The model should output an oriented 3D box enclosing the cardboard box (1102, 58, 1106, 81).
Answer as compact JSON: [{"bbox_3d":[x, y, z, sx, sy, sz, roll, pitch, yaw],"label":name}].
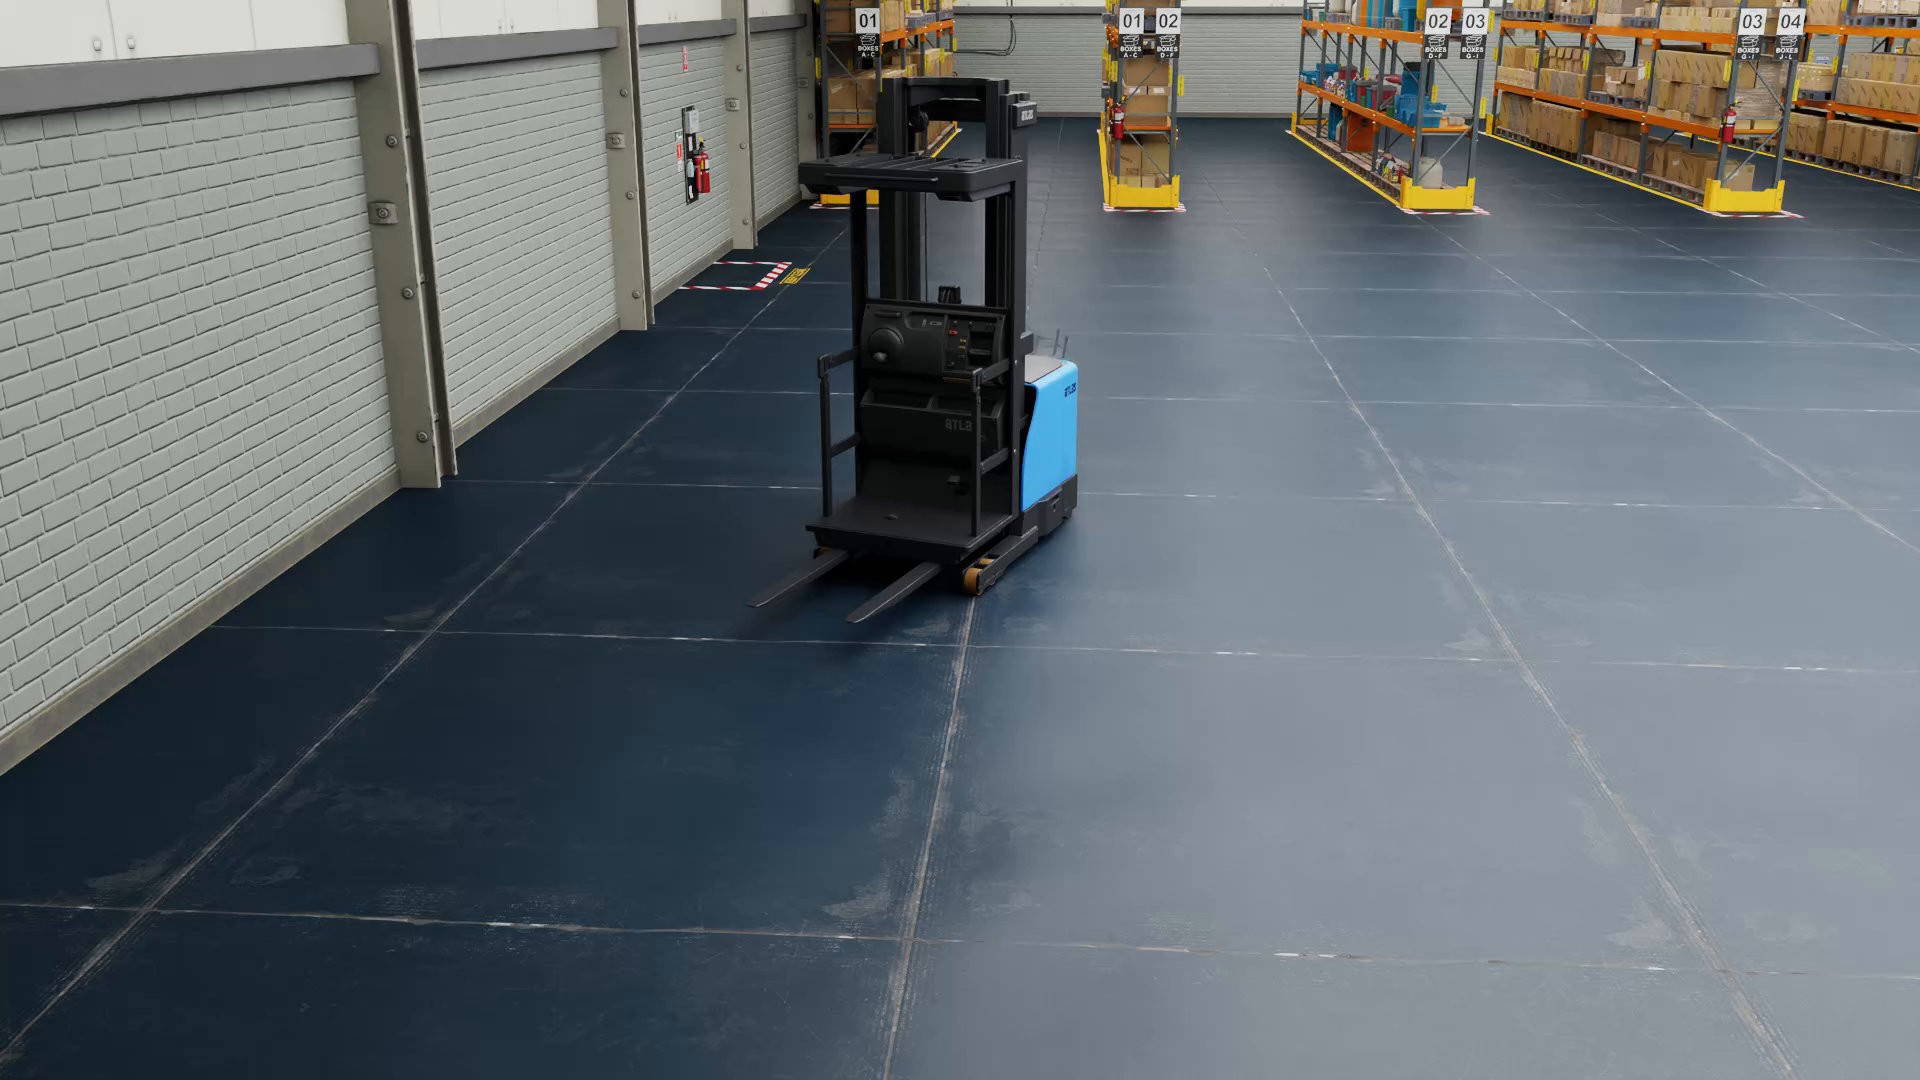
[{"bbox_3d":[3.719,-10.944,38.671,0.700,0.500,0.500,-5,19,-15],"label":"cardboard box"}]

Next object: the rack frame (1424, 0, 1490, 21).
[{"bbox_3d":[8.056,-9.851,26.536,1.000,3.000,0.127,1,18,4],"label":"rack frame"}]

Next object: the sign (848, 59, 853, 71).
[{"bbox_3d":[-2.093,-9.026,31.791,0.100,0.325,0.005,1,18,4],"label":"sign"}]

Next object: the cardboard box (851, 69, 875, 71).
[{"bbox_3d":[-1.781,-8.617,31.409,0.500,0.500,0.500,1,18,3],"label":"cardboard box"}]

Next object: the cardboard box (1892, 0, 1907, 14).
[{"bbox_3d":[18.129,-10.170,31.633,0.500,0.311,0.500,1,18,2],"label":"cardboard box"}]

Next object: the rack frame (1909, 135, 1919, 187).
[{"bbox_3d":[18.223,-7.990,30.491,1.000,3.000,0.127,1,18,4],"label":"rack frame"}]

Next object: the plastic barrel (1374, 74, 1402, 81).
[{"bbox_3d":[8.899,-9.399,34.571,0.600,0.536,0.708,1,18,4],"label":"plastic barrel"}]

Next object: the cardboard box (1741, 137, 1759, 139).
[{"bbox_3d":[18.485,-9.449,38.847,0.380,0.149,0.250,2,18,5],"label":"cardboard box"}]

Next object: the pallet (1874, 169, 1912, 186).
[{"bbox_3d":[18.203,-6.906,31.661,1.003,0.211,1.213,1,18,4],"label":"pallet"}]

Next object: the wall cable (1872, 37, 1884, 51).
[{"bbox_3d":[25.824,-13.845,46.726,0.588,1.984,0.122,1,18,4],"label":"wall cable"}]

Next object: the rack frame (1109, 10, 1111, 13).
[{"bbox_3d":[3.976,-13.690,38.251,1.000,3.000,0.127,1,18,4],"label":"rack frame"}]

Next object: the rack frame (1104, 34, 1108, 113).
[{"bbox_3d":[4.263,-12.082,42.977,1.000,3.000,0.127,1,18,4],"label":"rack frame"}]

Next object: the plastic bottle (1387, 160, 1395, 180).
[{"bbox_3d":[7.814,-6.703,30.111,0.144,0.351,0.185,2,18,6],"label":"plastic bottle"}]

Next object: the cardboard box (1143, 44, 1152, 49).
[{"bbox_3d":[4.290,-11.502,39.442,0.500,0.500,0.500,2,18,5],"label":"cardboard box"}]

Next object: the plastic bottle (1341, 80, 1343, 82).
[{"bbox_3d":[8.589,-10.242,37.563,0.152,0.276,0.135,1,18,4],"label":"plastic bottle"}]

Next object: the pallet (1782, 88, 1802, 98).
[{"bbox_3d":[18.611,-9.757,36.191,1.003,0.211,1.213,1,18,4],"label":"pallet"}]

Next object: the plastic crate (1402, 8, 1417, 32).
[{"bbox_3d":[7.893,-9.017,28.834,0.392,0.384,0.575,1,18,4],"label":"plastic crate"}]

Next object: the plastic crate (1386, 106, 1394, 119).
[{"bbox_3d":[7.964,-7.727,30.027,0.450,0.188,0.662,1,18,4],"label":"plastic crate"}]

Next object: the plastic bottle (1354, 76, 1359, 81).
[{"bbox_3d":[9.020,-10.357,37.793,0.144,0.351,0.185,1,18,4],"label":"plastic bottle"}]

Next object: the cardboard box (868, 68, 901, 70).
[{"bbox_3d":[-1.421,-9.051,32.862,0.700,0.500,0.500,3,18,10],"label":"cardboard box"}]

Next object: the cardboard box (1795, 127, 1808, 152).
[{"bbox_3d":[18.337,-8.616,35.739,0.500,0.500,0.500,2,18,6],"label":"cardboard box"}]

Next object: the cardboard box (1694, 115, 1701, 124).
[{"bbox_3d":[12.884,-7.252,28.642,0.380,0.149,0.250,1,18,4],"label":"cardboard box"}]

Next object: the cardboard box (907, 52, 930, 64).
[{"bbox_3d":[-0.924,-10.563,36.469,0.500,0.250,0.500,1,18,3],"label":"cardboard box"}]

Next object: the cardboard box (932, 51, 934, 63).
[{"bbox_3d":[-0.862,-10.877,37.427,0.500,0.250,0.500,1,18,3],"label":"cardboard box"}]

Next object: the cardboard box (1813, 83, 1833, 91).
[{"bbox_3d":[18.087,-9.476,34.755,0.380,0.149,0.250,2,18,5],"label":"cardboard box"}]

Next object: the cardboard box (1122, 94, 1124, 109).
[{"bbox_3d":[3.306,-7.944,30.191,0.700,0.500,0.500,2,18,5],"label":"cardboard box"}]

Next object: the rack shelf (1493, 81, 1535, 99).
[{"bbox_3d":[14.000,-10.896,40.515,1.077,0.370,4.000,1,18,4],"label":"rack shelf"}]

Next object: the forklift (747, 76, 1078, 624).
[{"bbox_3d":[-0.254,-1.213,9.918,1.130,2.935,3.031,8,20,22],"label":"forklift"}]

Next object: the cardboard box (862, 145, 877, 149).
[{"bbox_3d":[-1.573,-7.162,31.271,0.500,0.500,0.500,0,18,0],"label":"cardboard box"}]

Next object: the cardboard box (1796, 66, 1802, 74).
[{"bbox_3d":[18.165,-10.075,35.627,0.380,0.149,0.250,1,18,4],"label":"cardboard box"}]

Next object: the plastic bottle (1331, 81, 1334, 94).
[{"bbox_3d":[8.420,-10.174,37.354,0.152,0.276,0.135,1,18,4],"label":"plastic bottle"}]

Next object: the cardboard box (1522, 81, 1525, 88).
[{"bbox_3d":[13.607,-10.839,39.589,0.380,0.149,0.250,2,18,5],"label":"cardboard box"}]

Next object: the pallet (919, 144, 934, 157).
[{"bbox_3d":[-1.120,-8.624,36.904,1.003,0.211,1.213,1,18,4],"label":"pallet"}]

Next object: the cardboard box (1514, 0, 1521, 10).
[{"bbox_3d":[13.999,-13.245,40.713,0.700,0.500,0.500,1,18,2],"label":"cardboard box"}]

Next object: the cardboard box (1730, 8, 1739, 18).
[{"bbox_3d":[12.705,-8.527,26.912,0.380,0.149,0.250,1,18,4],"label":"cardboard box"}]

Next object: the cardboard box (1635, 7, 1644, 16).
[{"bbox_3d":[13.318,-10.231,32.212,0.380,0.166,0.250,1,18,2],"label":"cardboard box"}]

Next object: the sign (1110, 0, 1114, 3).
[{"bbox_3d":[2.861,-10.184,31.034,0.100,0.325,0.005,1,18,4],"label":"sign"}]

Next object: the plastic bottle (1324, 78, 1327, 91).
[{"bbox_3d":[8.455,-10.526,38.418,0.061,0.283,0.133,1,18,4],"label":"plastic bottle"}]

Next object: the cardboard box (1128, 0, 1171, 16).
[{"bbox_3d":[3.161,-9.031,27.785,0.797,0.503,0.637,3,18,8],"label":"cardboard box"}]

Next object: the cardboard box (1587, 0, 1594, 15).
[{"bbox_3d":[13.542,-11.240,34.750,0.797,0.503,0.637,2,18,7],"label":"cardboard box"}]

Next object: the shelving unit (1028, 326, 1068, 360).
[{"bbox_3d":[0.521,-0.911,11.851,0.258,1.200,0.189,8,-8,23],"label":"shelving unit"}]

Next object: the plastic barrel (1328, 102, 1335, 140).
[{"bbox_3d":[8.860,-9.761,38.591,0.600,0.901,0.708,1,18,4],"label":"plastic barrel"}]

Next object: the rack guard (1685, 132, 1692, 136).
[{"bbox_3d":[19.078,-10.506,42.182,1.175,0.500,0.348,1,18,4],"label":"rack guard"}]

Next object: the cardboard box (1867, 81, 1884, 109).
[{"bbox_3d":[18.100,-8.677,32.427,0.500,0.500,0.500,1,18,3],"label":"cardboard box"}]

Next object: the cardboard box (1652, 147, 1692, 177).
[{"bbox_3d":[13.215,-7.021,30.872,0.500,0.500,0.500,1,18,2],"label":"cardboard box"}]

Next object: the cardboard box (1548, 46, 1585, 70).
[{"bbox_3d":[13.819,-10.943,37.729,0.797,0.503,0.637,1,18,2],"label":"cardboard box"}]

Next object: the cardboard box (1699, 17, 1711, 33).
[{"bbox_3d":[12.856,-8.714,28.122,0.500,0.250,0.500,2,18,5],"label":"cardboard box"}]

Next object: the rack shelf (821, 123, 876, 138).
[{"bbox_3d":[-1.682,-7.501,30.153,1.077,0.370,4.000,1,18,4],"label":"rack shelf"}]

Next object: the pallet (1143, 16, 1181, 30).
[{"bbox_3d":[3.192,-8.715,28.027,1.003,0.211,1.213,1,18,4],"label":"pallet"}]

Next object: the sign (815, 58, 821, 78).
[{"bbox_3d":[-2.378,-7.941,27.973,0.100,0.325,0.005,1,18,4],"label":"sign"}]

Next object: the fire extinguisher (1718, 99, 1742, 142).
[{"bbox_3d":[12.528,-6.828,27.068,0.296,0.674,0.183,1,18,4],"label":"fire extinguisher"}]

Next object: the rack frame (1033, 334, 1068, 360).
[{"bbox_3d":[0.554,-0.893,11.934,0.240,1.200,0.006,8,-8,23],"label":"rack frame"}]

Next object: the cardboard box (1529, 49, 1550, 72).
[{"bbox_3d":[13.623,-11.192,38.821,0.500,0.500,0.500,2,18,5],"label":"cardboard box"}]

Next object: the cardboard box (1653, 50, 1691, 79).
[{"bbox_3d":[12.997,-8.662,30.298,0.500,0.500,0.500,1,18,4],"label":"cardboard box"}]

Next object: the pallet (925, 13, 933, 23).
[{"bbox_3d":[-1.181,-11.591,36.964,1.003,0.211,1.213,2,18,6],"label":"pallet"}]

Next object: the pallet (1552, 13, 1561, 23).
[{"bbox_3d":[13.840,-11.666,37.197,0.805,0.209,1.217,1,18,2],"label":"pallet"}]
